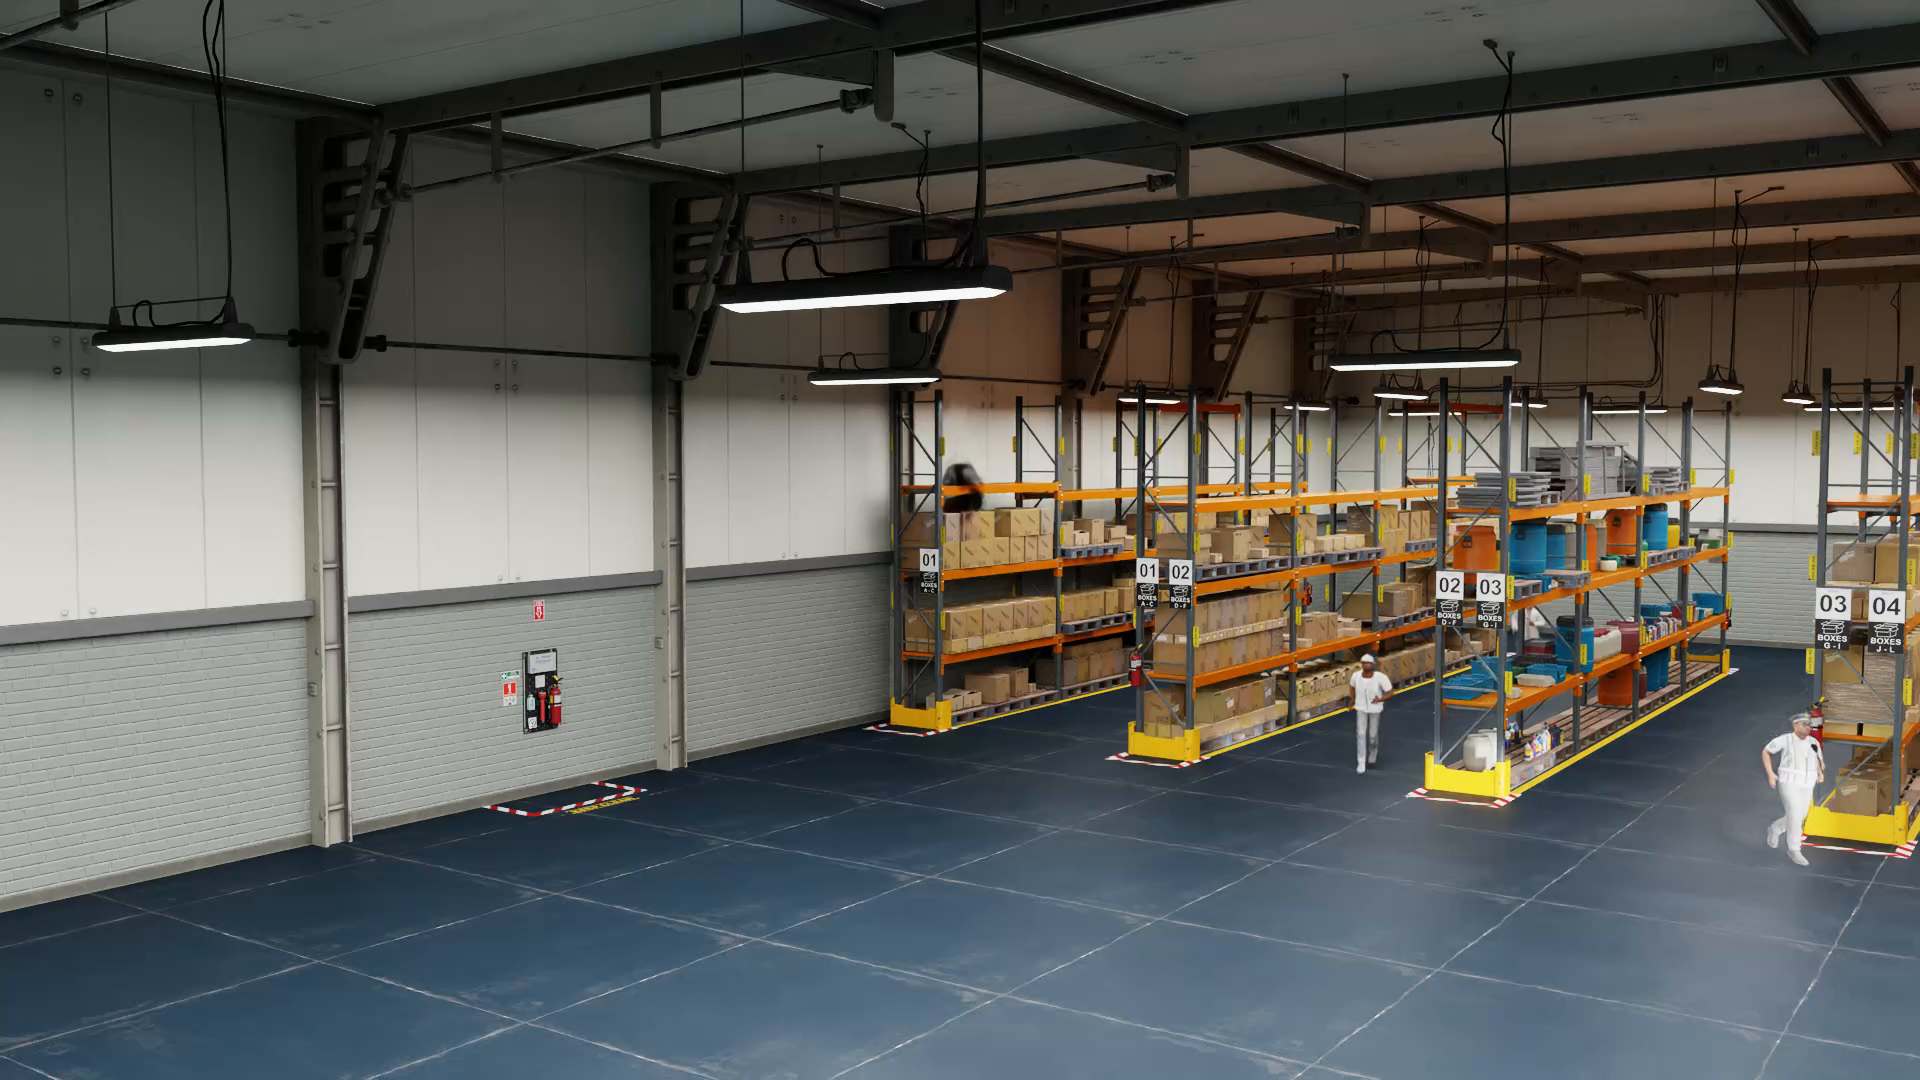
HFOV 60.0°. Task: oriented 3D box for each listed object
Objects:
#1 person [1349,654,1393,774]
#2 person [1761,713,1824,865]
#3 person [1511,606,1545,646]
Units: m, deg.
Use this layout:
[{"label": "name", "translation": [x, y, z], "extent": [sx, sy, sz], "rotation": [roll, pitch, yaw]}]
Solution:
[{"label": "person", "translation": [6.361, 2.666, 25.771], "extent": [0.690, 1.814, 0.832], "rotation": [1, 3, 22]}, {"label": "person", "translation": [10.217, 2.990, 20.257], "extent": [0.698, 1.774, 0.831], "rotation": [0, 3, -6]}, {"label": "person", "translation": [12.164, 2.117, 35.632], "extent": [0.670, 1.831, 0.807], "rotation": [1, 3, 18]}]
